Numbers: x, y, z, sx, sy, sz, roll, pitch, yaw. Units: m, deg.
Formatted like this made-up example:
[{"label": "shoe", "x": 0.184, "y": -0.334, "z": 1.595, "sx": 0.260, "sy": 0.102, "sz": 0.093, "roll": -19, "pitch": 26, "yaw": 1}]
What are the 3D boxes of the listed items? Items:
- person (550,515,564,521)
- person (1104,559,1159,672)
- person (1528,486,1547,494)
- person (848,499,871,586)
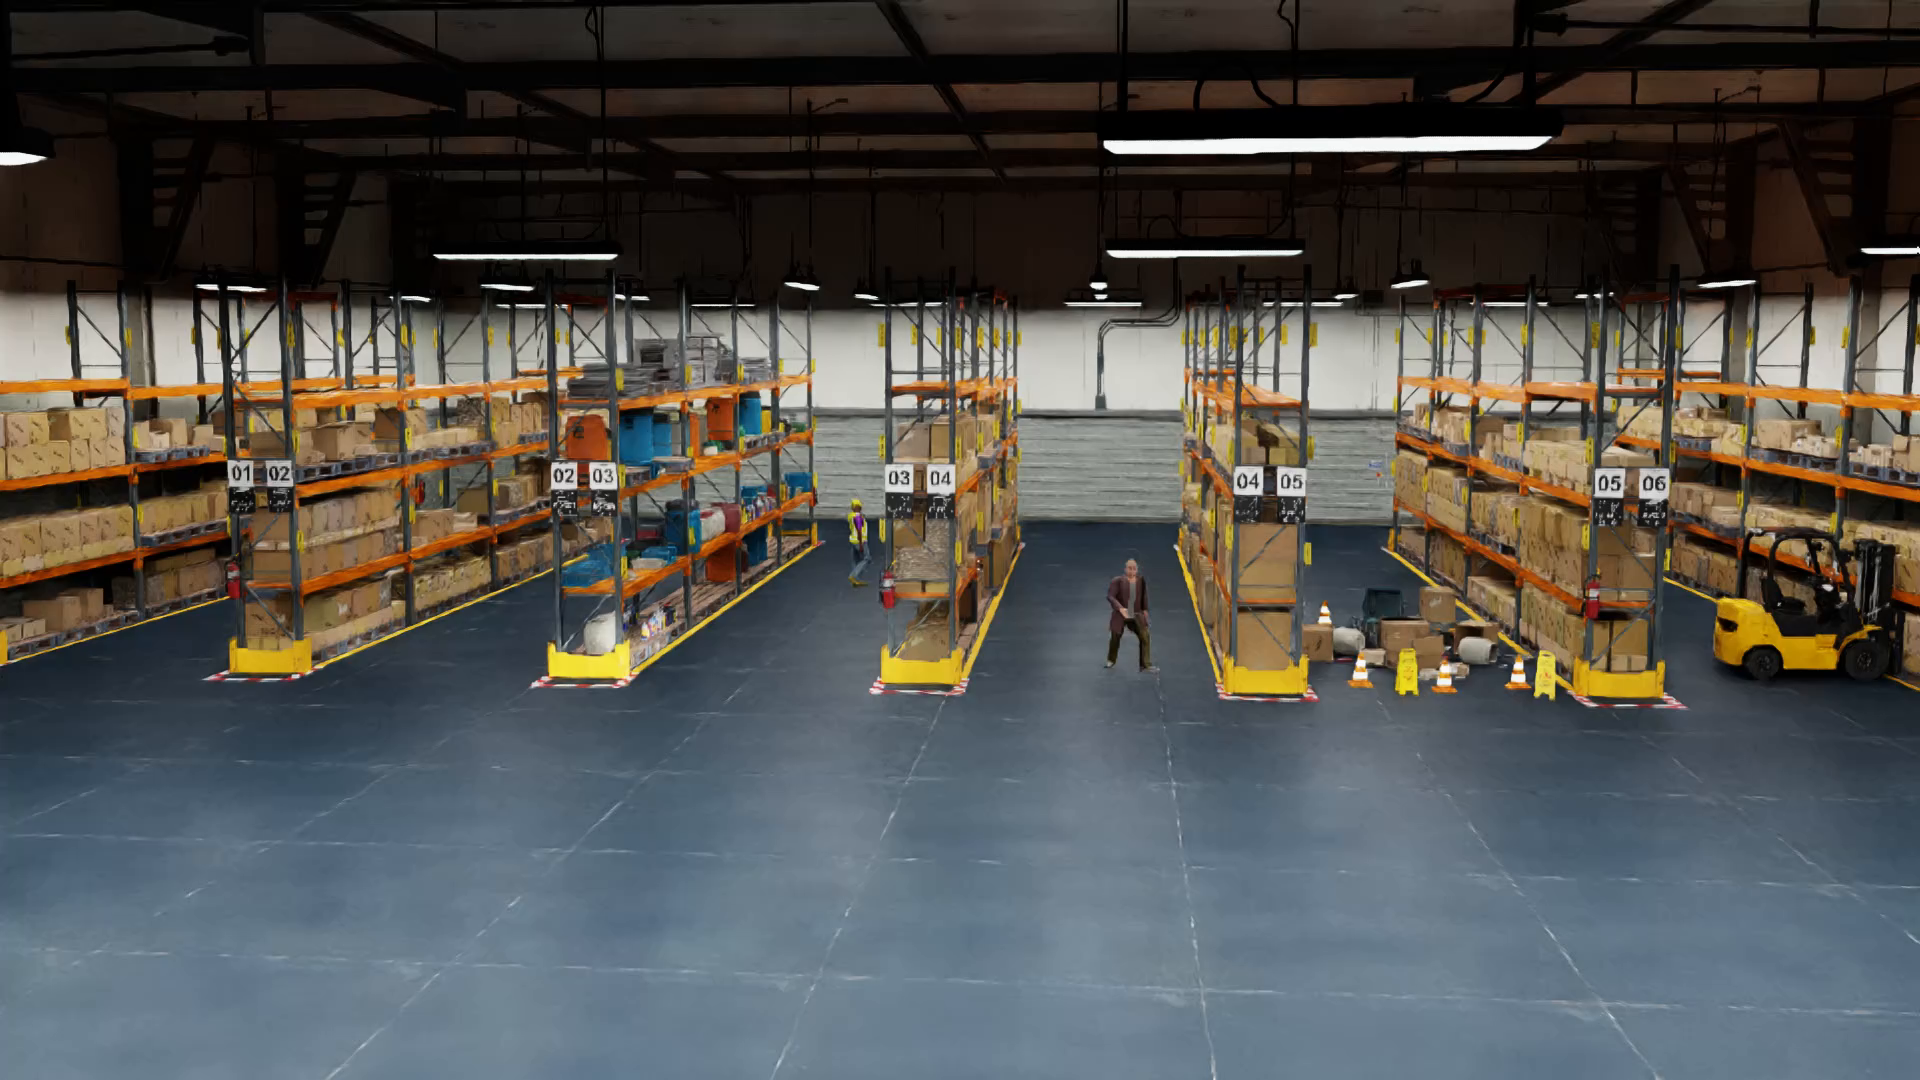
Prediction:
[{"label": "person", "x": -10.801, "y": -1.258, "z": 44.797, "sx": 0.509, "sy": 1.665, "sz": 0.512, "roll": -4, "pitch": 8, "yaw": -32}, {"label": "person", "x": 2.526, "y": 1.117, "z": 24.965, "sx": 0.735, "sy": 1.715, "sz": 0.895, "roll": -1, "pitch": 7, "yaw": -11}, {"label": "person", "x": 13.876, "y": -0.744, "z": 39.978, "sx": 0.387, "sy": 1.780, "sz": 0.652, "roll": -4, "pitch": 8, "yaw": -27}, {"label": "person", "x": -2.072, "y": 0.052, "z": 33.568, "sx": 0.456, "sy": 1.762, "sz": 0.607, "roll": -3, "pitch": 8, "yaw": -22}]
